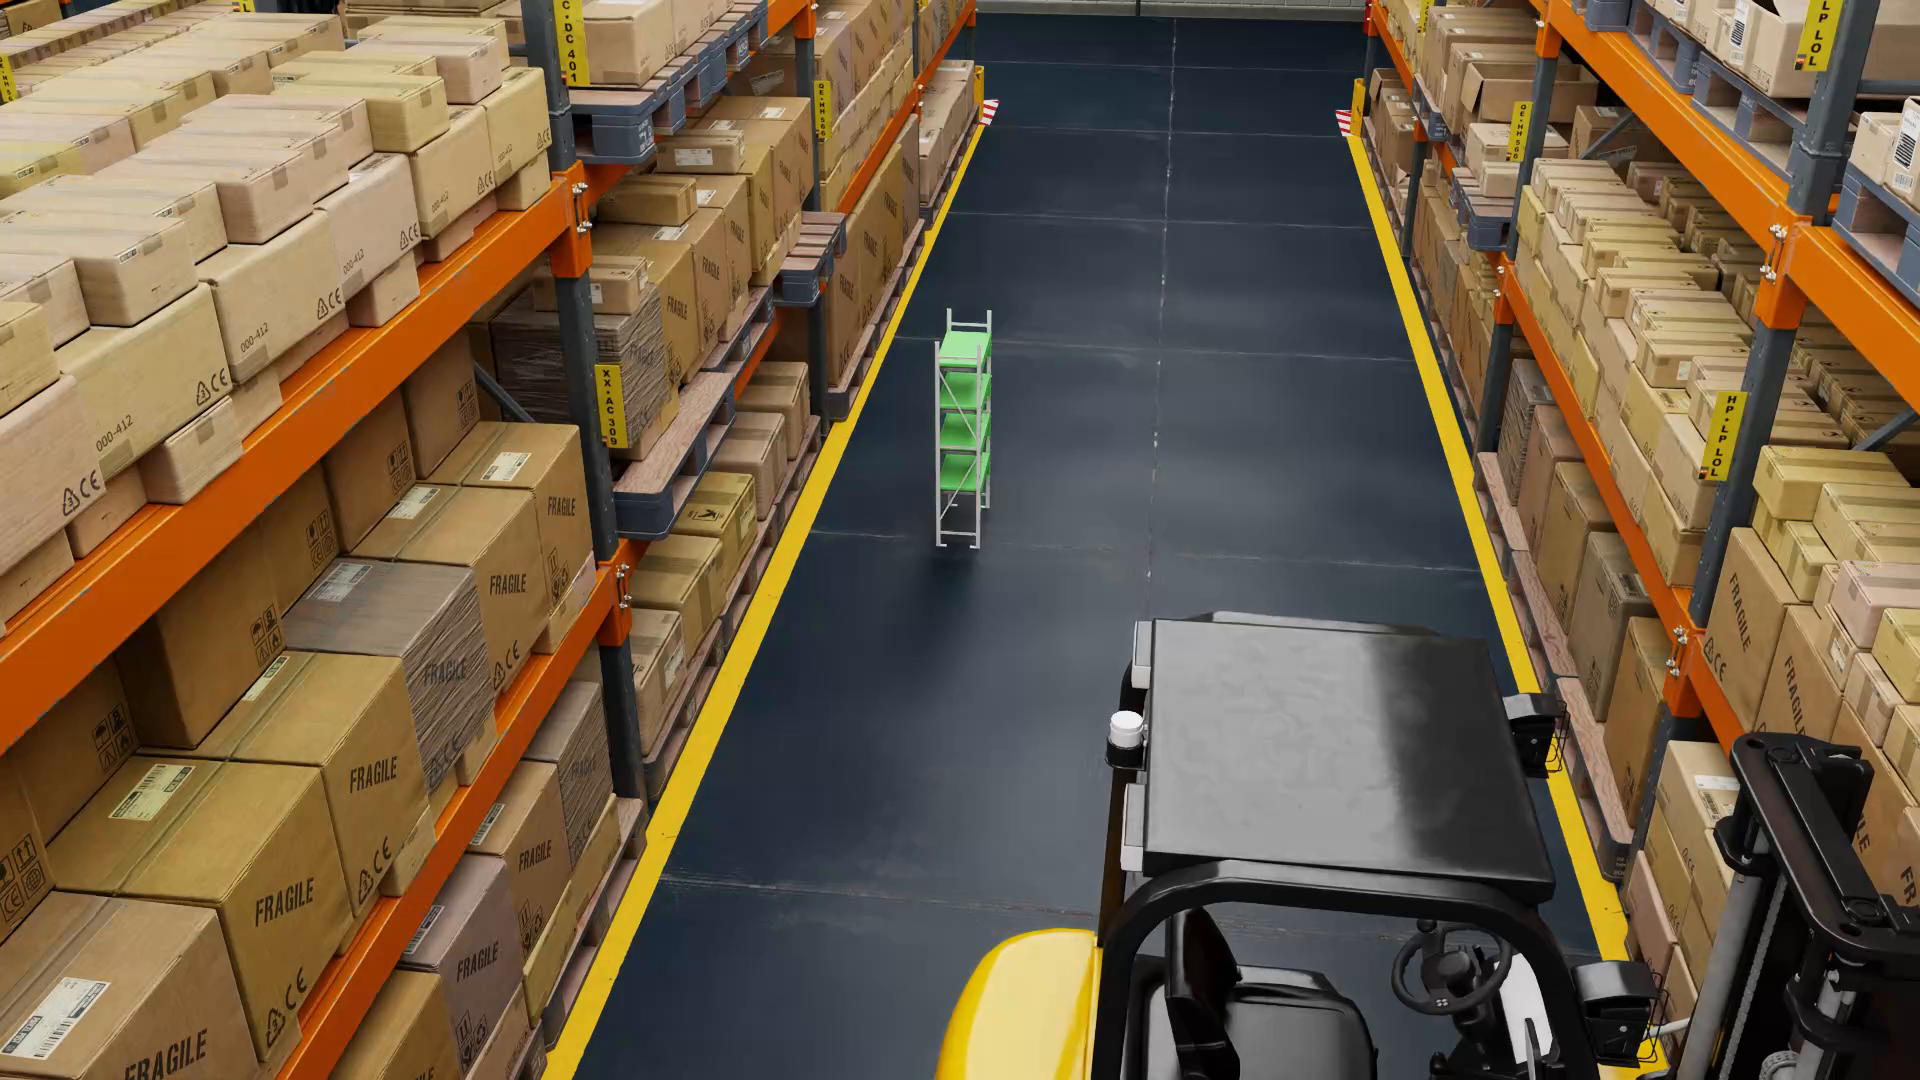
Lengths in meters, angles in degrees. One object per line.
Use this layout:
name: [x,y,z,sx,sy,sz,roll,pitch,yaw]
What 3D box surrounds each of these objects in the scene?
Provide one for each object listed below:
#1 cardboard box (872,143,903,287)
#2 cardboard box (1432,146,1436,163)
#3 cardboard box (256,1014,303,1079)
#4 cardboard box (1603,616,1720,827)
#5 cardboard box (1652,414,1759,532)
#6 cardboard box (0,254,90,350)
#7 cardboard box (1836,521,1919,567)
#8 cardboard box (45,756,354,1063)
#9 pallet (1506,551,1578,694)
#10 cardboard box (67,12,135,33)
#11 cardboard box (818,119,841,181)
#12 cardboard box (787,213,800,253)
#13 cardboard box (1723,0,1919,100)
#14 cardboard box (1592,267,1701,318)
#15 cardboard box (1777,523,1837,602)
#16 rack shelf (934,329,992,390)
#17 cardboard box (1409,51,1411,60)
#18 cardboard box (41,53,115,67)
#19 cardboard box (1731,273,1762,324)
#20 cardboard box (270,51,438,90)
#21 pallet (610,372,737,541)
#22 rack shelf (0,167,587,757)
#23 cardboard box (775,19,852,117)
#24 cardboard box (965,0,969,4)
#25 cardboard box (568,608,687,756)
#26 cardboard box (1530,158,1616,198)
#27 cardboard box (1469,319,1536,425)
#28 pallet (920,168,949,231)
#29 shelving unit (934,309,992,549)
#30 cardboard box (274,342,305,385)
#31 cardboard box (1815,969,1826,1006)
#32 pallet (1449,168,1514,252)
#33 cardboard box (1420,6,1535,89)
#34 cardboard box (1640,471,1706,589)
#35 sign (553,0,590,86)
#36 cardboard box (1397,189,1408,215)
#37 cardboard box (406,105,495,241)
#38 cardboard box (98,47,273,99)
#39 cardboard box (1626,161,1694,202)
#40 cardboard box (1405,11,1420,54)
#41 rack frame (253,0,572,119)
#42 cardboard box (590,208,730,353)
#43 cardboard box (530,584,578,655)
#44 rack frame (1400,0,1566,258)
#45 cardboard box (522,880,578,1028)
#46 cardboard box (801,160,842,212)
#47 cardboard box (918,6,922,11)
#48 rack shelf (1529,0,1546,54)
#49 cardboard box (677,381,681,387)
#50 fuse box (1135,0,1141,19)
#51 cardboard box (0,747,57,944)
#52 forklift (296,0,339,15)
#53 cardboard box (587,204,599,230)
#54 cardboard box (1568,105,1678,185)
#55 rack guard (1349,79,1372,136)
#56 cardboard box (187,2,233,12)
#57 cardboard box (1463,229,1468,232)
cardboard box: [-0.937,-2.426,12.388,0.875,0.875,0.875,4,29,8]
cardboard box: [3.842,-2.956,12.770,0.380,0.149,0.250,3,28,5]
cardboard box: [-1.856,1.232,4.065,0.380,0.149,0.250,4,29,8]
cardboard box: [3.162,0.768,6.723,0.875,0.625,0.625,5,29,8]
cardboard box: [2.916,-0.246,6.176,0.500,0.250,0.500,3,28,5]
cardboard box: [-1.915,-0.436,3.159,0.380,0.149,0.250,3,28,6]
cardboard box: [2.811,0.075,4.846,0.380,0.149,0.250,3,28,5]
cardboard box: [-1.853,0.884,4.027,0.500,0.500,0.500,3,28,5]
pallet: [3.308,0.456,8.180,1.003,0.211,1.213,3,28,6]
cardboard box: [-6.393,-3.826,12.385,0.380,0.149,0.250,3,28,6]
cardboard box: [-1.020,-2.394,10.162,0.500,0.250,0.500,3,28,6]
cardboard box: [-1.082,-1.671,9.010,0.380,0.149,0.250,3,28,6]
cardboard box: [2.956,-1.711,5.647,0.500,0.311,0.500,2,28,5]
cardboard box: [3.013,-1.082,7.307,0.380,0.149,0.250,3,28,5]
cardboard box: [2.779,0.081,5.148,0.380,0.149,0.250,4,29,7]
rack shelf: [0.020,-0.972,8.913,0.258,0.148,0.480,3,28,6]
cardboard box: [3.955,-4.036,13.843,0.380,0.149,0.250,4,29,8]
cardboard box: [-5.906,-3.165,11.157,0.380,0.149,0.250,2,28,4]
cardboard box: [3.598,-1.044,7.236,0.380,0.149,0.250,4,29,7]
cardboard box: [-1.716,-1.288,4.740,0.380,0.149,0.250,4,29,7]
pallet: [-1.580,-0.400,7.032,1.003,0.211,1.213,3,28,6]
rack shelf: [-2.063,-0.195,4.046,1.077,0.370,4.000,3,28,6]
cardboard box: [-0.973,-2.952,10.407,0.500,0.500,0.500,3,29,6]
cardboard box: [-0.144,-5.583,16.345,0.500,0.500,0.500,4,29,6]
cardboard box: [-1.756,0.592,7.316,0.950,0.372,0.625,4,29,7]
cardboard box: [3.268,-1.926,8.873,0.380,0.149,0.250,4,29,8]
cardboard box: [3.438,-1.025,10.183,0.500,0.500,0.500,4,29,8]
pallet: [-0.667,-3.024,14.641,1.003,0.211,1.213,3,28,6]
shelving unit: [0.020,-0.606,9.110,0.258,1.200,0.503,3,28,6]
cardboard box: [-1.838,-0.455,4.033,0.380,0.149,0.250,3,28,6]
cardboard box: [2.616,1.424,4.847,0.500,0.250,0.500,4,29,8]
pallet: [3.613,-1.968,9.942,1.213,0.211,1.003,3,28,6]
cardboard box: [3.808,-3.626,12.270,0.700,0.500,0.500,4,29,7]
cardboard box: [2.911,-0.033,6.306,0.500,0.250,0.500,4,29,7]
sign: [-1.278,-1.653,5.448,0.100,0.325,0.005,3,28,6]
cardboard box: [3.866,-2.821,13.887,0.380,0.149,0.250,3,28,5]
cardboard box: [-1.665,-1.057,4.731,0.500,0.250,0.500,3,28,5]
cardboard box: [-2.224,-1.317,4.793,0.380,0.149,0.250,2,28,5]
cardboard box: [3.760,-1.894,8.813,0.380,0.149,0.250,4,29,8]
cardboard box: [3.956,-4.168,13.668,0.500,0.250,0.500,3,29,6]
rack frame: [-1.818,-2.774,4.911,1.000,3.000,0.127,3,28,6]
cardboard box: [-1.341,-1.165,7.387,0.500,0.500,0.500,3,28,6]
cardboard box: [-1.578,0.264,5.861,0.380,0.149,0.250,4,29,7]
rack frame: [4.089,-3.612,12.792,1.000,3.000,0.127,3,28,6]
cardboard box: [-1.679,1.438,5.875,0.500,0.250,0.500,3,28,5]
cardboard box: [-1.018,-2.166,10.265,0.500,0.250,0.500,3,28,5]
cardboard box: [-0.539,-4.593,13.453,0.500,0.500,0.500,4,29,7]
rack shelf: [3.844,-3.674,10.504,1.077,0.370,4.000,3,28,6]
cardboard box: [-1.438,-0.704,7.216,0.380,0.149,0.250,5,29,9]
fuse box: [2.387,-7.679,21.700,0.539,1.711,0.414,3,28,6]
cardboard box: [-2.392,0.644,3.419,0.700,0.500,0.500,4,29,7]
forklift: [-3.479,-1.618,9.162,1.130,2.935,3.031,11,30,19]
cardboard box: [-1.860,-1.200,7.452,0.500,0.500,0.500,4,29,8]
cardboard box: [3.817,-2.191,9.607,0.500,0.500,0.500,5,29,9]
rack guard: [4.570,-4.359,16.813,1.175,0.500,0.348,3,28,6]
cardboard box: [-5.684,-4.027,12.756,0.380,0.149,0.250,2,28,5]
cardboard box: [3.679,-2.082,11.460,0.380,0.149,0.250,3,29,6]
